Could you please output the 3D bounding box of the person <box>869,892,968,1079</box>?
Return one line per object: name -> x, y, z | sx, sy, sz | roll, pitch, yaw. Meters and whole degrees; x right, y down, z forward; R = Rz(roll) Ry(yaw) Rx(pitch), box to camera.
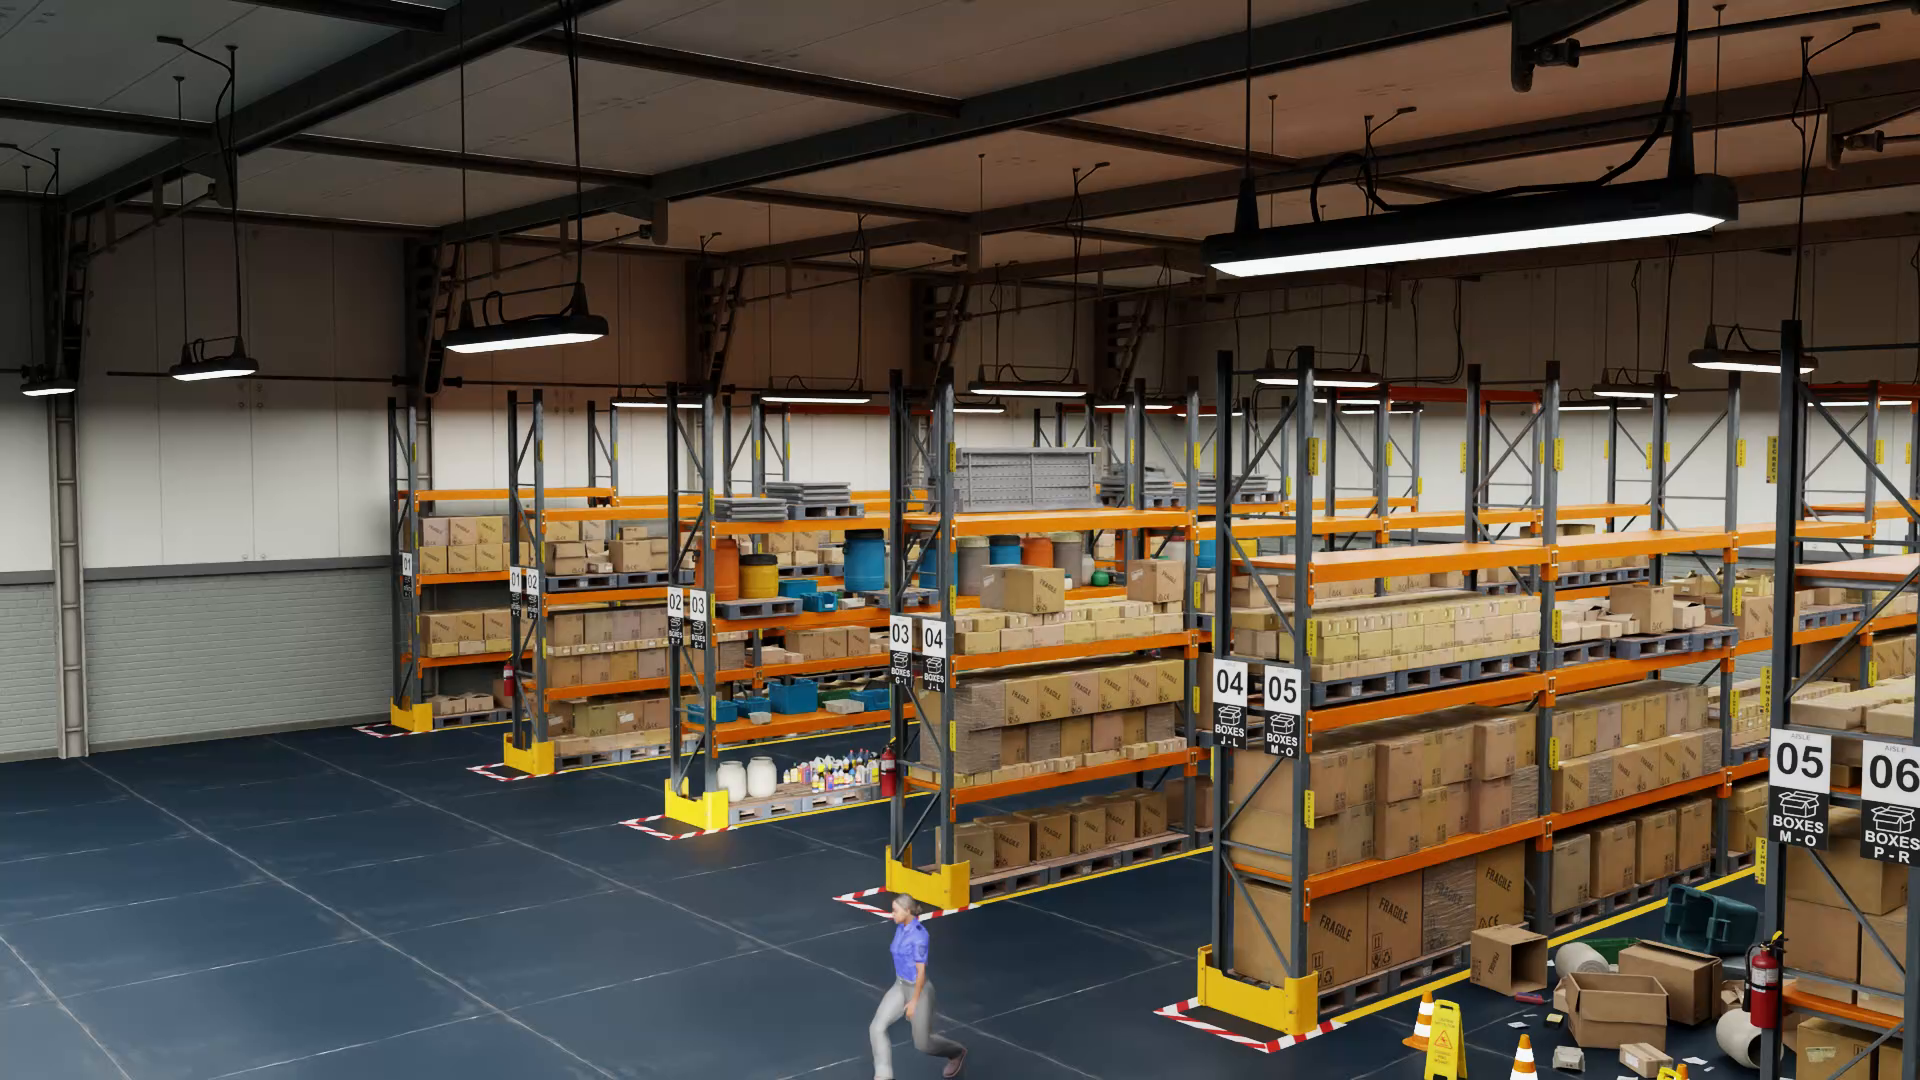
person -> -0.401, 3.608, 13.375 | 0.960, 1.519, 0.434 | -2, 4, -36
